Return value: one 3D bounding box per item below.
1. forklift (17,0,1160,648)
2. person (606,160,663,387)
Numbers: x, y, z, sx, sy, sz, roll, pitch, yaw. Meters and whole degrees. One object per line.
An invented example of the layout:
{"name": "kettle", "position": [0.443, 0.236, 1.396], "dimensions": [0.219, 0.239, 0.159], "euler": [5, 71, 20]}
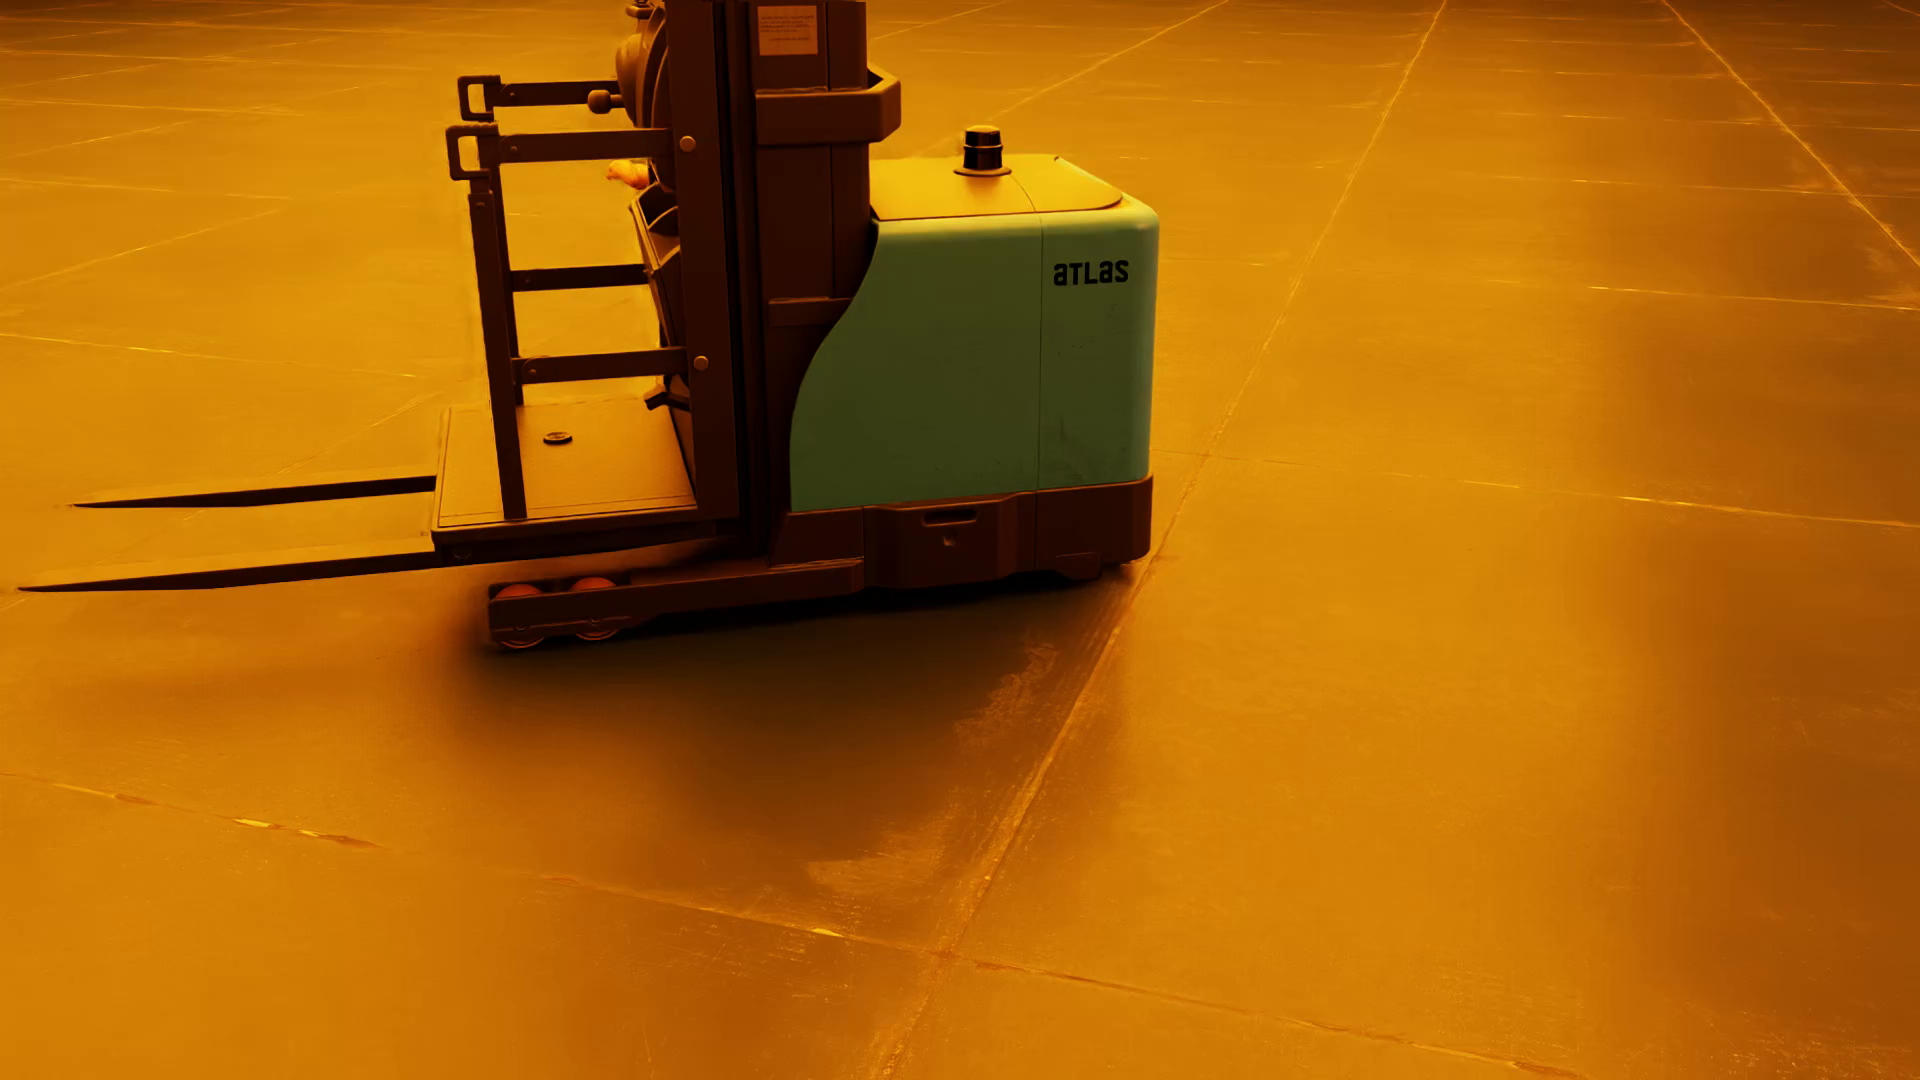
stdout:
{"name": "forklift", "position": [-1.018, -1.289, 4.402], "dimensions": [3.031, 2.935, 1.130], "euler": [-5, 23, -13]}
{"name": "person", "position": [-0.878, -0.989, 5.608], "dimensions": [1.072, 1.476, 0.916], "euler": [14, 26, 31]}
